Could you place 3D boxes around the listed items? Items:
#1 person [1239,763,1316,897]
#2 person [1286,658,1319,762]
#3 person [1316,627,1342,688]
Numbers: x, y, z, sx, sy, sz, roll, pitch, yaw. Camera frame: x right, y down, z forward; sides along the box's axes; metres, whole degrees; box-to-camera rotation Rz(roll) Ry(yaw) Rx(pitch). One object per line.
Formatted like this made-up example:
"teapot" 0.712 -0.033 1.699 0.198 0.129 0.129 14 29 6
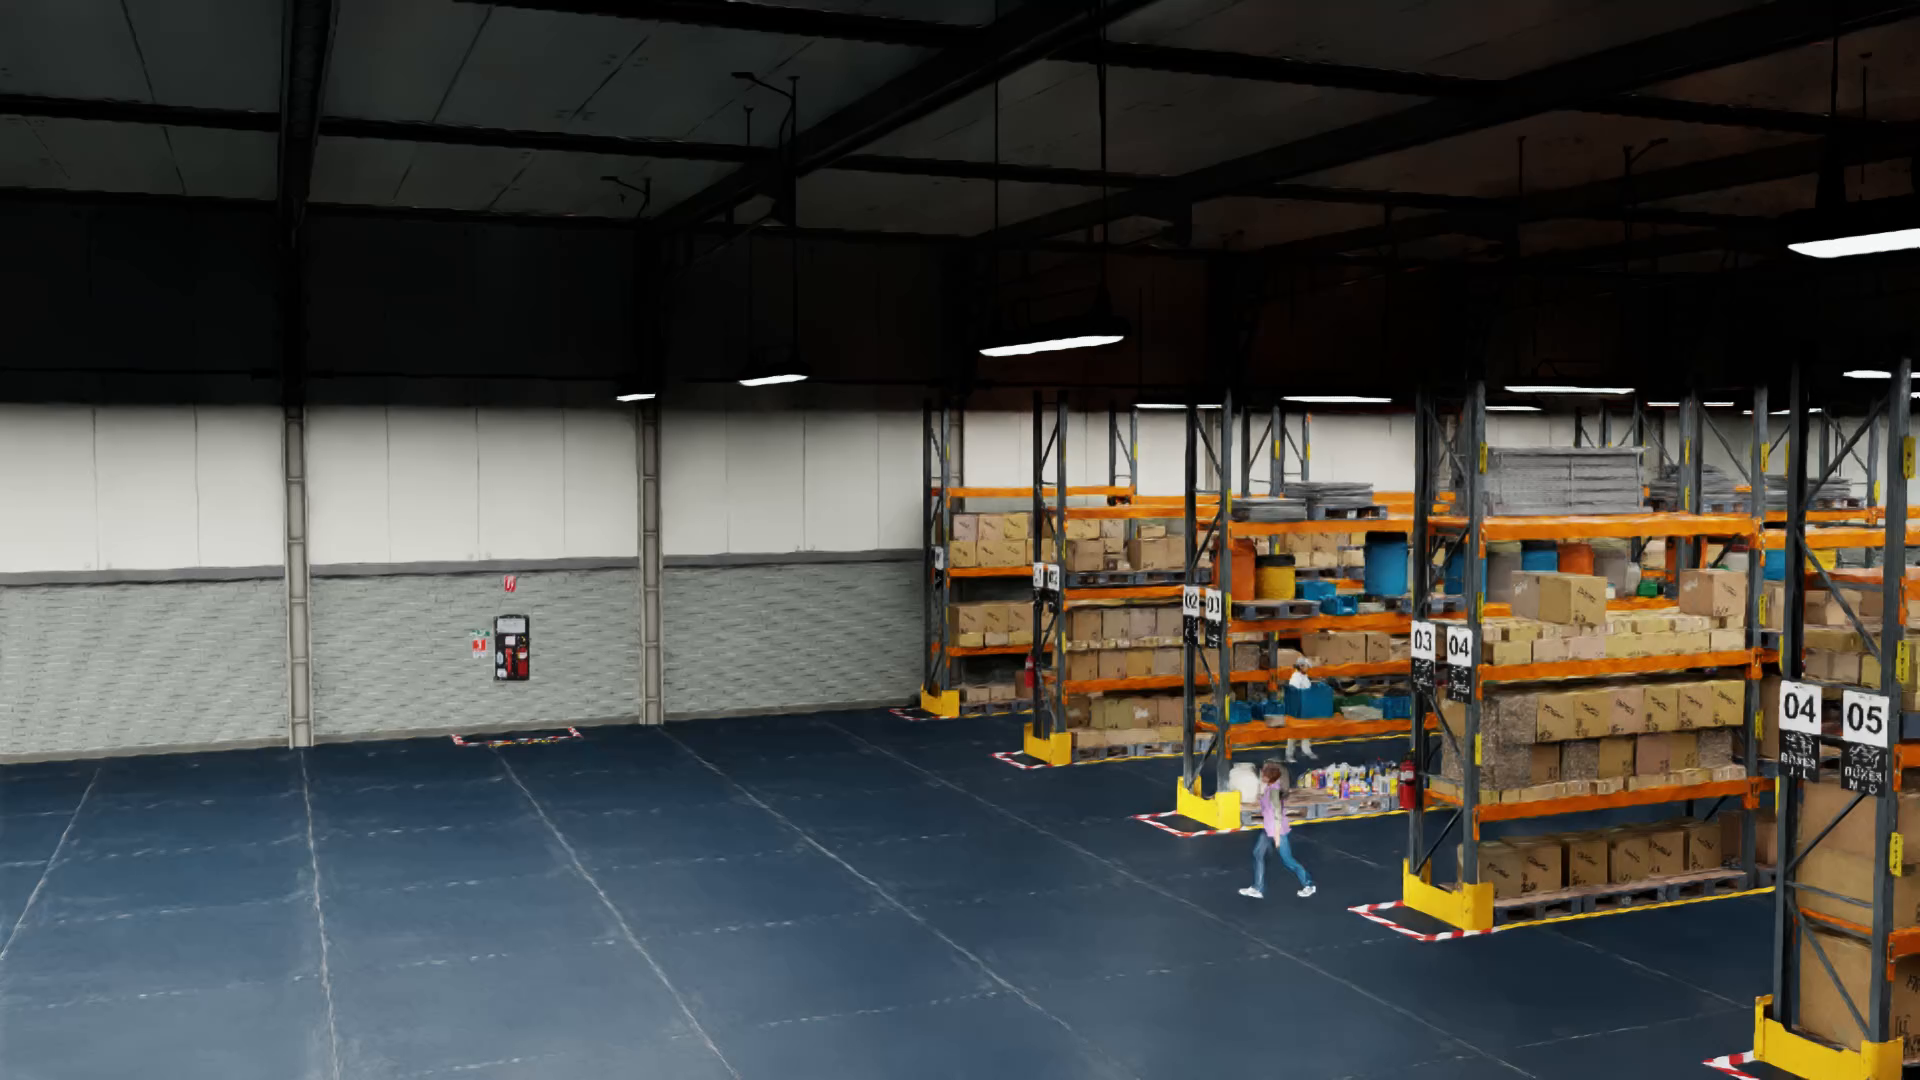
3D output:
"person" 3.602 3.275 18.739 0.848 1.542 0.440 0 3 -5
"person" 5.534 2.735 26.925 0.464 1.673 0.579 3 4 38
"person" 7.189 2.359 32.865 1.114 1.702 0.571 -2 4 -25
